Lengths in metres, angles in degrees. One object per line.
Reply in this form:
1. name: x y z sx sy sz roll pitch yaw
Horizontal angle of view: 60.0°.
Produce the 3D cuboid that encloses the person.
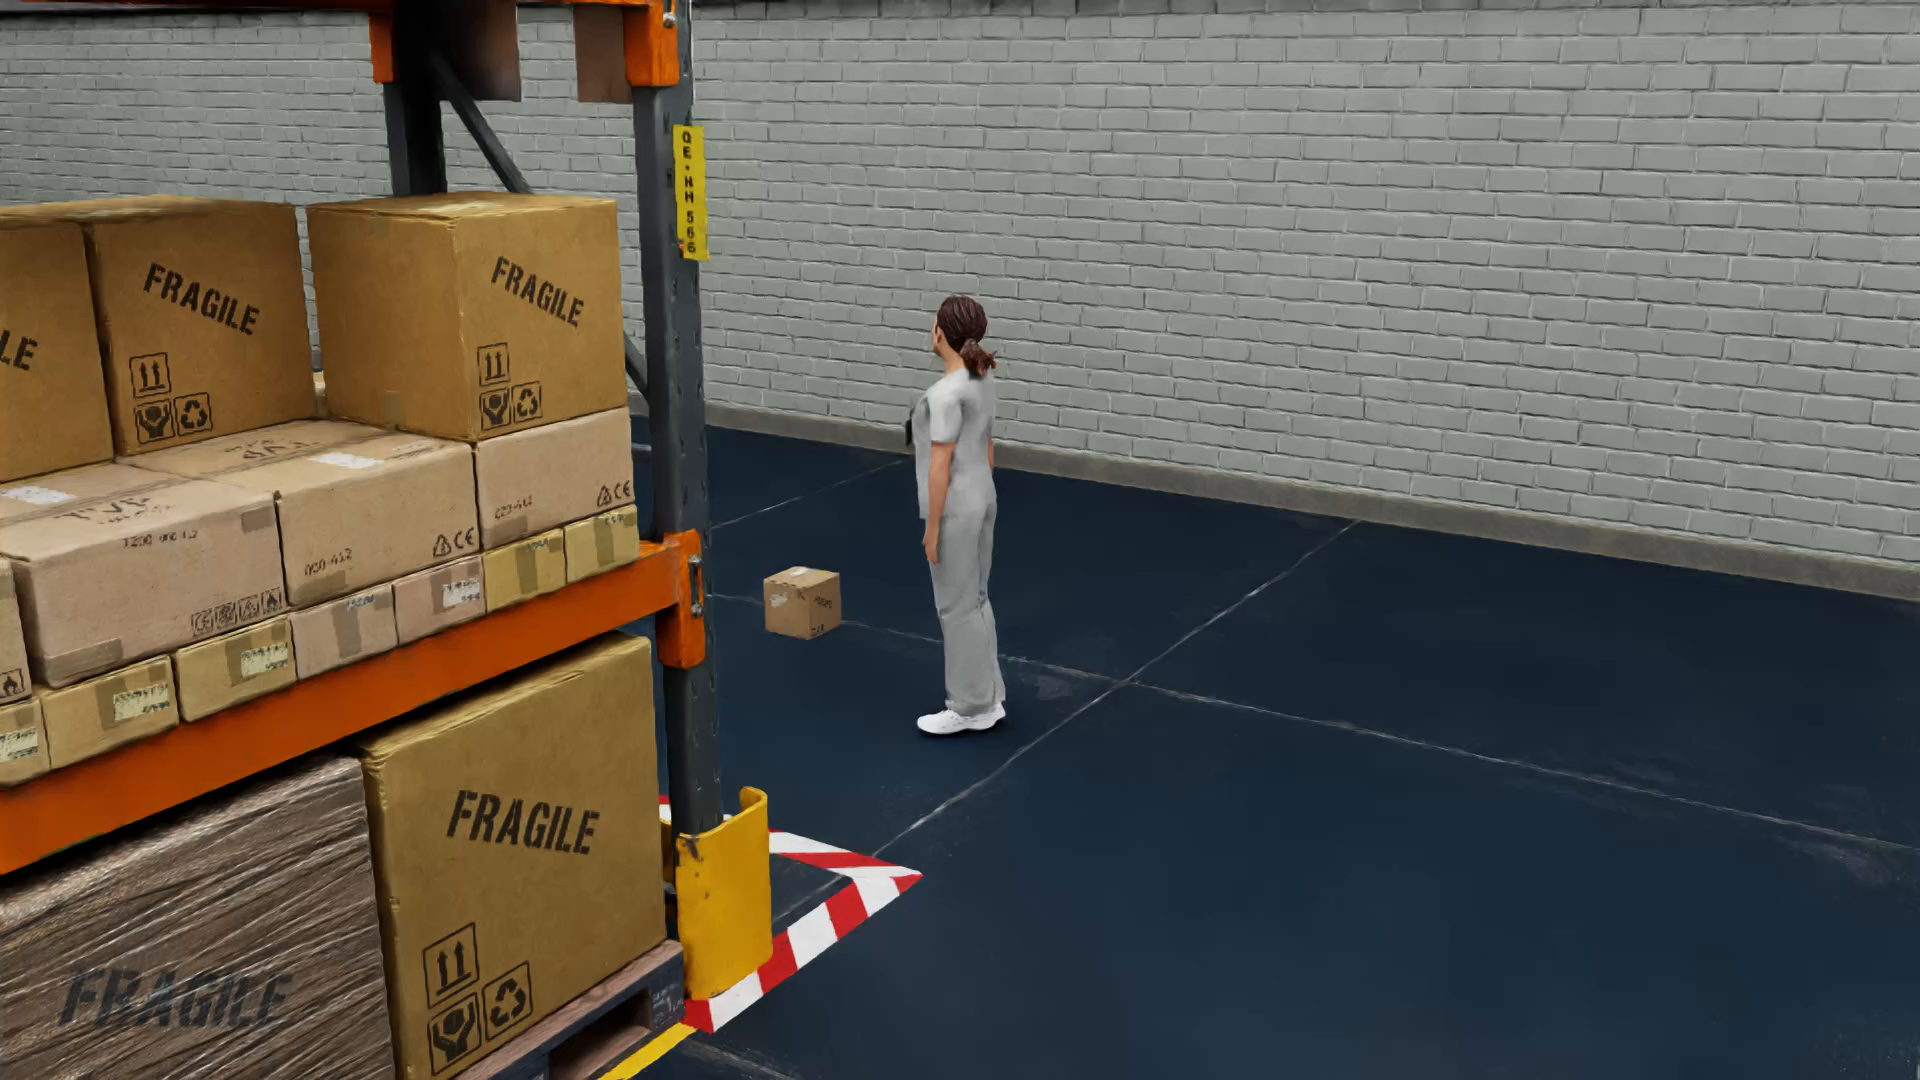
1. person: -0.002 -0.089 6.309 0.360 1.679 0.476 6 17 21
